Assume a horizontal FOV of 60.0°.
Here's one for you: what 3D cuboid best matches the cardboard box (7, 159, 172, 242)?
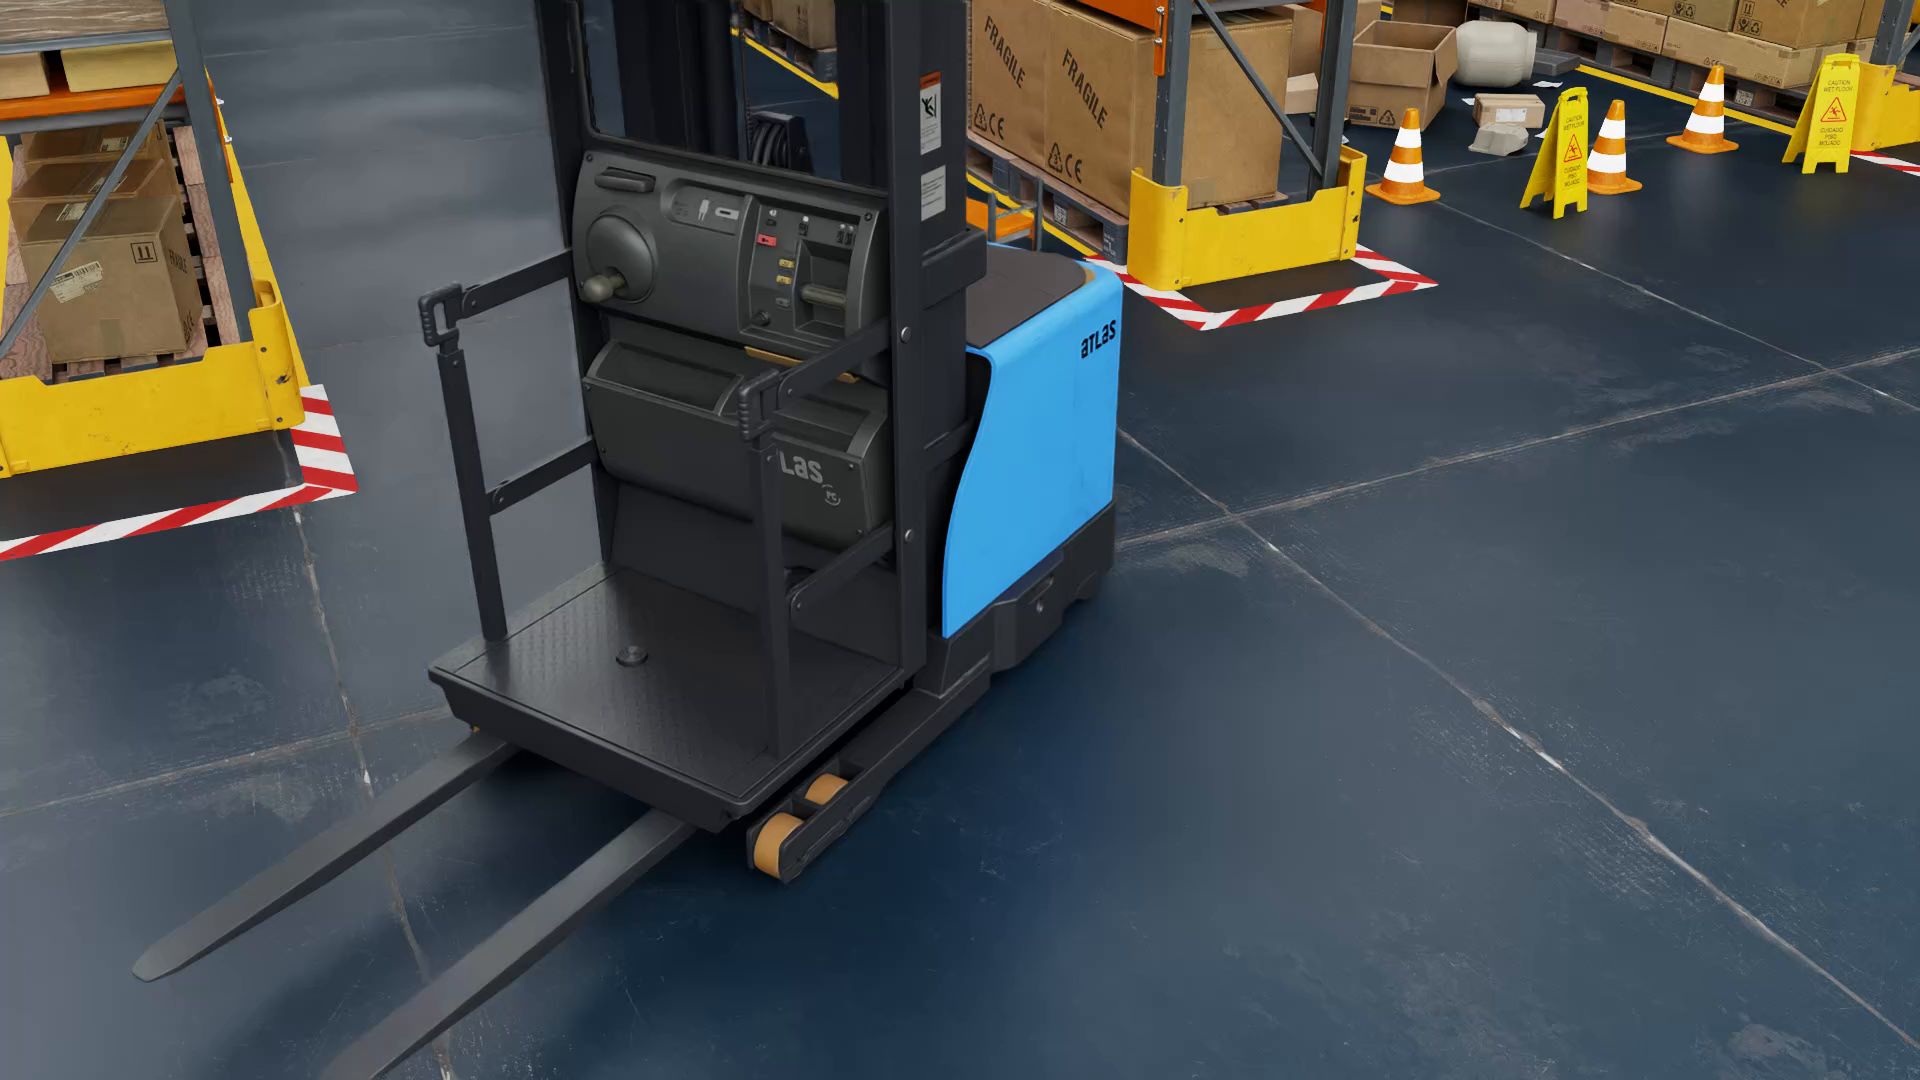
[{"bbox_3d":[-3.686,-1.312,7.150,0.500,0.500,0.500,-5,30,-9],"label":"cardboard box"}]

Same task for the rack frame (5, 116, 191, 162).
[{"bbox_3d":[-4.863,-3.450,8.836,1.000,3.000,0.127,-13,32,-22],"label":"rack frame"}]

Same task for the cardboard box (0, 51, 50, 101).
[{"bbox_3d":[-3.454,-1.656,5.894,0.380,0.149,0.250,-13,32,-22],"label":"cardboard box"}]

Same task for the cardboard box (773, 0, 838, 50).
[{"bbox_3d":[-0.687,-3.904,11.517,1.050,0.750,0.750,-13,32,-22],"label":"cardboard box"}]

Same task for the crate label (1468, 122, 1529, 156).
[{"bbox_3d":[3.205,-2.386,9.864,0.298,0.136,0.250,19,34,30],"label":"crate label"}]

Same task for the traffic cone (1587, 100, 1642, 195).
[{"bbox_3d":[3.599,-2.193,9.188,0.336,0.463,0.334,-13,32,-22],"label":"traffic cone"}]

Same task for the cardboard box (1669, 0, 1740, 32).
[{"bbox_3d":[4.998,-3.604,10.725,0.500,0.500,0.500,-12,31,-20],"label":"cardboard box"}]

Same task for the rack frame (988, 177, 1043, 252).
[{"bbox_3d":[0.179,-0.610,5.611,0.015,1.200,0.240,26,38,38],"label":"rack frame"}]

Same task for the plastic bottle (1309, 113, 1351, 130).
[{"bbox_3d":[2.271,-2.599,10.323,0.283,0.061,0.133,26,38,38],"label":"plastic bottle"}]

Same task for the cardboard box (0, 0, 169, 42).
[{"bbox_3d":[-3.357,-2.105,6.031,0.875,0.500,0.500,-13,32,-22],"label":"cardboard box"}]

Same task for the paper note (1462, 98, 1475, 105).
[{"bbox_3d":[3.372,-2.870,10.849,0.148,0.019,0.142,-3,29,-5],"label":"paper note"}]

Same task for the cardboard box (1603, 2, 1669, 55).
[{"bbox_3d":[4.770,-3.509,11.323,0.500,0.250,0.500,-14,32,-24],"label":"cardboard box"}]

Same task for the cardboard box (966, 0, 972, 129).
[{"bbox_3d":[0.258,-3.014,9.800,0.875,0.875,0.875,-13,32,-22],"label":"cardboard box"}]

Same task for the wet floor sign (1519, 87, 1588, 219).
[{"bbox_3d":[3.178,-2.056,8.757,0.267,0.644,0.232,-19,35,-30],"label":"wet floor sign"}]

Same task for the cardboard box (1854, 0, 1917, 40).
[{"bbox_3d":[5.698,-3.500,10.540,0.500,0.500,0.500,-14,32,-24],"label":"cardboard box"}]

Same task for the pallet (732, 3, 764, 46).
[{"bbox_3d":[-1.267,-4.095,12.838,1.003,0.211,1.213,-13,32,-22],"label":"pallet"}]

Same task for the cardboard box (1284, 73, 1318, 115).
[{"bbox_3d":[2.062,-2.882,10.618,0.396,0.266,0.258,-8,30,-13],"label":"cardboard box"}]

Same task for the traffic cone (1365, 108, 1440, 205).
[{"bbox_3d":[2.432,-2.106,9.033,0.336,0.463,0.334,-13,32,-22],"label":"traffic cone"}]

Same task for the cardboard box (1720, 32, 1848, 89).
[{"bbox_3d":[5.205,-3.059,10.521,0.500,0.250,0.500,-13,32,-22],"label":"cardboard box"}]

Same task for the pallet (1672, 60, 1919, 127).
[{"bbox_3d":[5.455,-2.948,10.791,1.003,0.211,1.213,-13,32,-22],"label":"pallet"}]

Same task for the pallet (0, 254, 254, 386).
[{"bbox_3d":[-3.495,-0.867,7.080,1.003,0.211,1.213,-13,32,-22],"label":"pallet"}]

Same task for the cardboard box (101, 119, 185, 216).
[{"bbox_3d":[-4.137,-1.849,8.107,0.500,0.500,0.500,-16,33,-26],"label":"cardboard box"}]

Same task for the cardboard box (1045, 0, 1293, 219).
[{"bbox_3d":[1.027,-2.222,8.389,0.875,0.875,0.875,-13,32,-22],"label":"cardboard box"}]

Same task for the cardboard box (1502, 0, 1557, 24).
[{"bbox_3d":[4.336,-3.964,12.134,0.500,0.250,0.500,-11,31,-19],"label":"cardboard box"}]

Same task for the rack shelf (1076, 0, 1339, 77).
[{"bbox_3d":[0.519,-3.250,9.214,1.077,0.370,4.000,-13,32,-22],"label":"rack shelf"}]

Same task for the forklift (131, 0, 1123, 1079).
[{"bbox_3d":[-0.711,-0.680,3.966,1.130,2.935,3.031,17,34,28],"label":"forklift"}]

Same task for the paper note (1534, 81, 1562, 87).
[{"bbox_3d":[3.960,-3.075,11.202,0.148,0.019,0.142,26,38,38],"label":"paper note"}]

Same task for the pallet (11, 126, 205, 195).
[{"bbox_3d":[-4.542,-1.945,9.002,1.003,0.211,1.213,-13,32,-22],"label":"pallet"}]

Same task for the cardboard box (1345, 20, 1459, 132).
[{"bbox_3d":[2.764,-2.920,10.442,0.637,0.503,0.797,13,32,21],"label":"cardboard box"}]

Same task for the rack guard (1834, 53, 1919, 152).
[{"bbox_3d":[5.772,-2.707,10.067,1.175,0.500,0.348,-13,32,-22],"label":"rack guard"}]

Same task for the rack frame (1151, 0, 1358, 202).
[{"bbox_3d":[1.378,-2.680,7.463,1.000,3.000,0.127,-13,32,-22],"label":"rack frame"}]

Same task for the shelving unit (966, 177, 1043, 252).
[{"bbox_3d":[0.006,-0.695,5.762,0.503,1.200,0.258,26,38,38],"label":"shelving unit"}]

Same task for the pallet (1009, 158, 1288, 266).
[{"bbox_3d":[0.964,-1.801,8.745,1.003,0.211,1.213,-13,32,-22],"label":"pallet"}]

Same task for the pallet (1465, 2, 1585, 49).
[{"bbox_3d":[4.408,-4.026,12.713,1.003,0.211,1.213,-13,32,-22],"label":"pallet"}]

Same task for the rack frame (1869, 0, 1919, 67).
[{"bbox_3d":[5.805,-3.764,9.396,1.000,3.000,0.127,-13,32,-22],"label":"rack frame"}]
